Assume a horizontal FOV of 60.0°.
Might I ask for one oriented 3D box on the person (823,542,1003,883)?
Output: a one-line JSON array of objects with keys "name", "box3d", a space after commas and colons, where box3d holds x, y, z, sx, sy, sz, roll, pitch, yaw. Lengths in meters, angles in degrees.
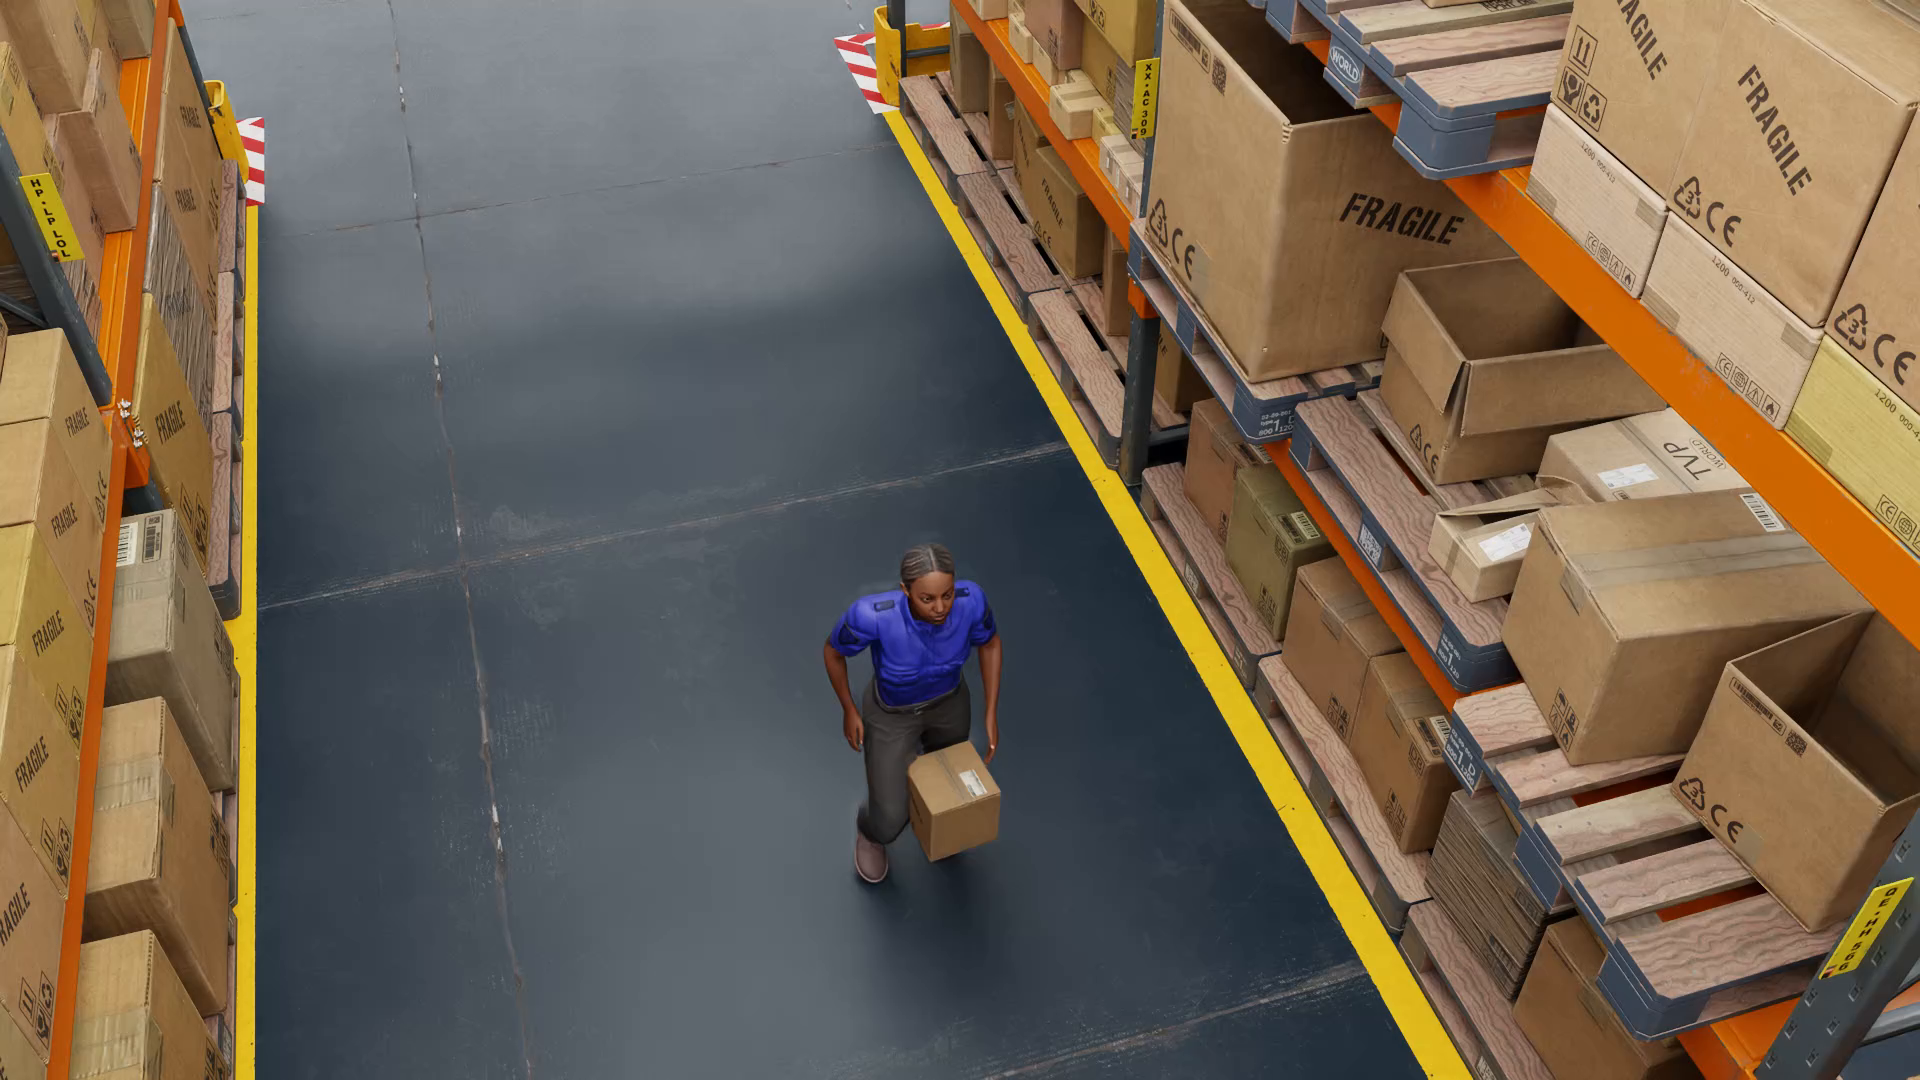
[{"name": "person", "box3d": [-0.138, 0.573, 5.581, 0.582, 1.596, 0.590, -15, 44, -15]}]
